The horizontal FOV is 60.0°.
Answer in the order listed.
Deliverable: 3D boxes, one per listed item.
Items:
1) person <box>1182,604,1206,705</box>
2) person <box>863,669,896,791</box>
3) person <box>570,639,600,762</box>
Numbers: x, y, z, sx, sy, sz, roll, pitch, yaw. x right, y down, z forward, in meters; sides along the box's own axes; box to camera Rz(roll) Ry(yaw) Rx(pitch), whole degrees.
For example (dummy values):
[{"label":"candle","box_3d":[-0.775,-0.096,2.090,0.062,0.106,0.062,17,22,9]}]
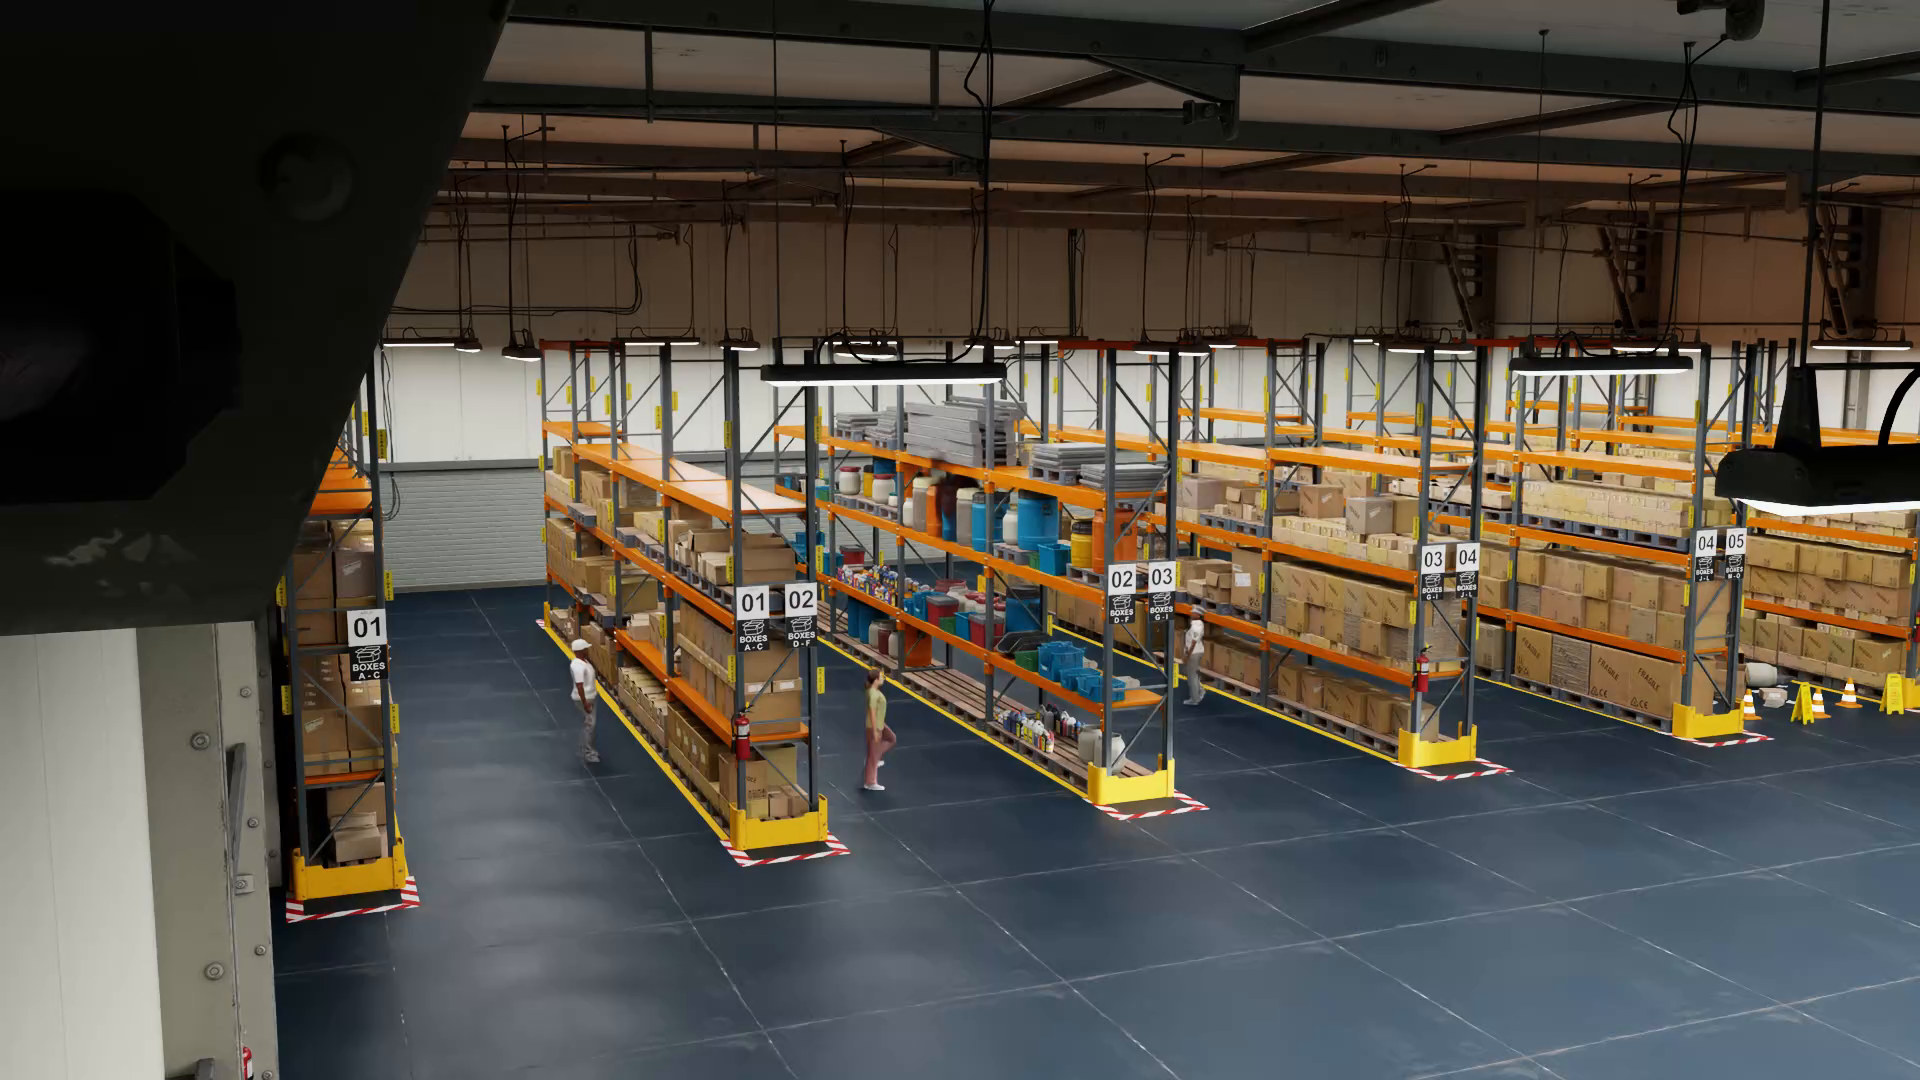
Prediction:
[{"label":"person","box_3d":[3.846,1.894,27.588,0.451,1.689,0.482,4,9,31]},{"label":"person","box_3d":[-1.089,2.566,22.675,0.473,1.672,0.553,-1,7,-7]},{"label":"person","box_3d":[-5.425,2.342,24.305,0.561,1.814,0.589,2,8,12]}]
